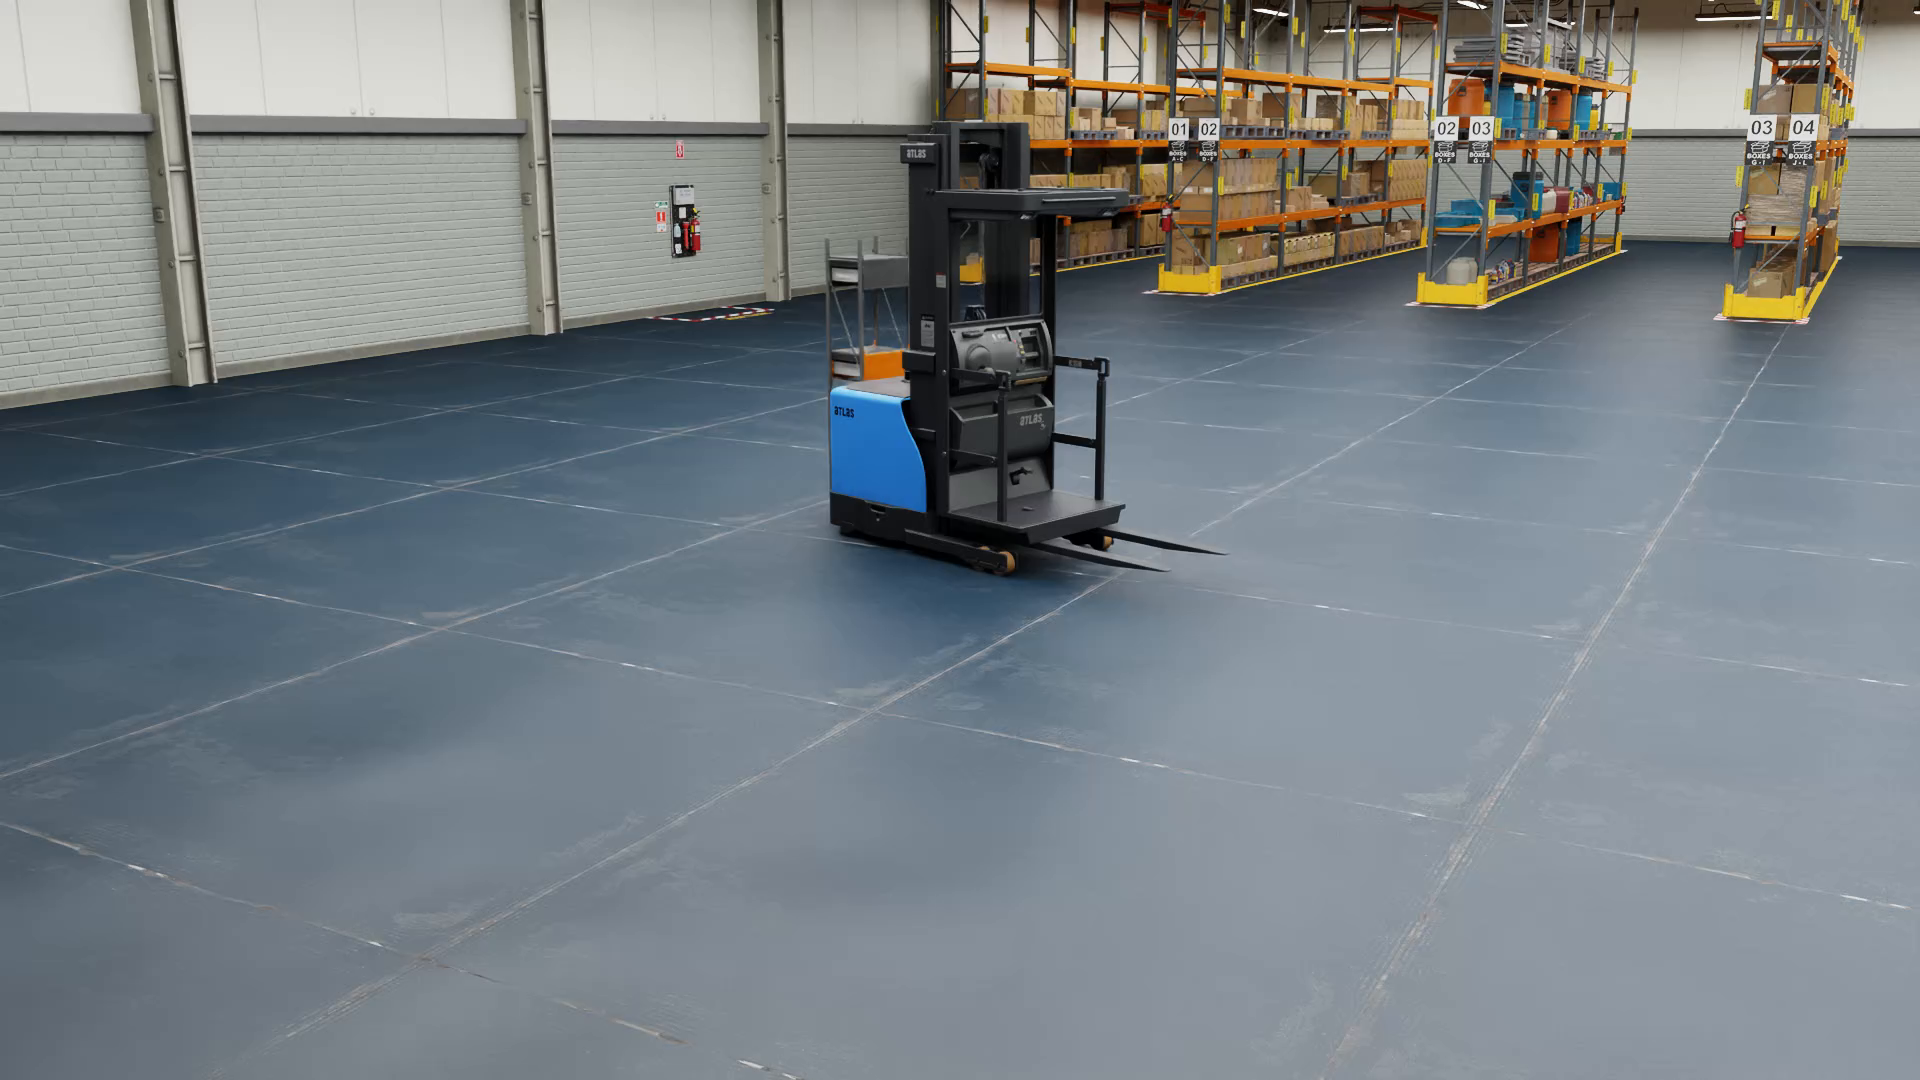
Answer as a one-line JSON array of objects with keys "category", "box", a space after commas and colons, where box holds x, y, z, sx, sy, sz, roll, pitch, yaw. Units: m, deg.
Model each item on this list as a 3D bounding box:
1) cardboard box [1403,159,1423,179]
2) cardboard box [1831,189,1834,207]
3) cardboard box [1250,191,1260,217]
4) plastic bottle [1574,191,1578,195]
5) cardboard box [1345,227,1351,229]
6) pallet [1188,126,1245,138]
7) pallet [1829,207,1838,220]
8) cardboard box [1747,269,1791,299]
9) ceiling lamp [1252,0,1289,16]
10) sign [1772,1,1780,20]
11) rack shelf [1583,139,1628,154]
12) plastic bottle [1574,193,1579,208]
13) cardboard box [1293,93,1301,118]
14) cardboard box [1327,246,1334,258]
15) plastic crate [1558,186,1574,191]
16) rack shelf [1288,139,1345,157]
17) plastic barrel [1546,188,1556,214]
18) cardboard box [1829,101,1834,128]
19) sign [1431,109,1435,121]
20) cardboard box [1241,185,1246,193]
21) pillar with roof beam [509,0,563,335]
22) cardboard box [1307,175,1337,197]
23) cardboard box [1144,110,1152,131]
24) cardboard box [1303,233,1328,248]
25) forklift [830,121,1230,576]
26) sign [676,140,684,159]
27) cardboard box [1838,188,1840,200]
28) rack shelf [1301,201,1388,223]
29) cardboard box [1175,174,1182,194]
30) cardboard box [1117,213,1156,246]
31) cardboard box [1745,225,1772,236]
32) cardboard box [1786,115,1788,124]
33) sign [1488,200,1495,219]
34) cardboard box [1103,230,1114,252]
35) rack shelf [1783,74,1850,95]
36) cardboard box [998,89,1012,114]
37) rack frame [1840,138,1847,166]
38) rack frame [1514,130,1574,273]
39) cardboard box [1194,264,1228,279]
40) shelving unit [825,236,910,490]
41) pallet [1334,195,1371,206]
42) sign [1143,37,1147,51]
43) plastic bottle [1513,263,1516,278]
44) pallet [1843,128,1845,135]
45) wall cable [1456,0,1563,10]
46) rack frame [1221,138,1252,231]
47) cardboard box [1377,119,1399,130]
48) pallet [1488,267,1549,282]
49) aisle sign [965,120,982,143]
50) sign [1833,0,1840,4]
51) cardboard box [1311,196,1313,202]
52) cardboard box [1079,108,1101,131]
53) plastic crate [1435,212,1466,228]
[{"category": "cardboard box", "box": [11.897, -9.797, 43.922, 0.500, 0.500, 0.500, 8, 16, 30]}, {"category": "cardboard box", "box": [18.126, -7.155, 35.099, 0.500, 0.500, 0.500, 7, 15, 28]}, {"category": "cardboard box", "box": [5.609, -6.772, 33.508, 0.700, 0.500, 0.500, 8, 16, 29]}, {"category": "plastic bottle", "box": [14.142, -7.834, 38.234, 0.144, 0.351, 0.185, 7, 15, 28]}, {"category": "cardboard box", "box": [9.238, -7.382, 40.649, 0.500, 0.500, 0.500, 8, 15, 29]}, {"category": "pallet", "box": [4.744, -7.763, 31.622, 1.003, 0.211, 1.213, 7, 15, 28]}, {"category": "pallet", "box": [16.666, -6.472, 32.889, 1.213, 0.211, 1.003, 7, 15, 28]}, {"category": "cardboard box", "box": [13.367, -4.197, 27.482, 0.500, 0.500, 0.500, 11, 17, 38]}, {"category": "ceiling lamp", "box": [7.896, -14.493, 40.494, 0.800, 3.185, 2.000, 7, 15, 28]}, {"category": "sign", "box": [14.495, -9.412, 29.543, 0.100, 0.325, 0.005, 7, 15, 28]}, {"category": "rack shelf", "box": [15.482, -9.624, 40.689, 1.077, 0.370, 4.000, 7, 15, 28]}, {"category": "plastic bottle", "box": [13.825, -7.630, 37.387, 0.144, 0.351, 0.185, 7, 15, 28]}, {"category": "cardboard box", "box": [6.901, -9.222, 35.308, 0.500, 0.500, 0.500, 9, 16, 33]}, {"category": "cardboard box", "box": [8.207, -6.579, 37.892, 0.500, 0.250, 0.500, 8, 16, 29]}, {"category": "plastic crate", "box": [14.442, -8.261, 39.807, 0.392, 0.384, 0.575, 7, 15, 28]}, {"category": "rack shelf", "box": [7.281, -8.545, 36.212, 1.077, 0.370, 4.000, 7, 15, 28]}, {"category": "plastic barrel", "box": [12.271, -7.104, 34.861, 0.421, 0.512, 0.421, 0, 14, 0]}, {"category": "cardboard box", "box": [15.752, -7.894, 30.861, 0.797, 0.503, 0.637, 8, 16, 30]}, {"category": "sign", "box": [12.591, -11.310, 44.256, 0.100, 0.325, 0.005, 7, 15, 28]}, {"category": "cardboard box", "box": [5.379, -6.890, 32.615, 0.380, 0.149, 0.250, 7, 15, 27]}, {"category": "pillar with roof beam", "box": [-2.410, -6.974, 21.762, 9.100, 9.000, 0.400, 7, 15, 28]}, {"category": "cardboard box", "box": [8.453, -8.241, 38.709, 0.700, 0.500, 0.500, 2, 14, 9]}, {"category": "cardboard box", "box": [4.303, -10.349, 41.007, 0.700, 0.500, 0.500, 6, 15, 25]}, {"category": "cardboard box", "box": [7.964, -6.744, 37.382, 0.500, 0.311, 0.500, 7, 15, 27]}, {"category": "forklift", "box": [0.440, -1.322, 11.262, 1.130, 2.935, 3.031, -13, 19, -43]}, {"category": "sign", "box": [-4.597, -6.410, 27.277, 0.001, 0.298, 0.199, 7, 15, 28]}, {"category": "cardboard box", "box": [20.291, -8.099, 38.912, 0.500, 0.250, 0.500, 7, 15, 26]}, {"category": "rack shelf", "box": [9.214, -7.907, 39.968, 1.077, 0.370, 4.000, 7, 15, 28]}, {"category": "cardboard box", "box": [5.352, -9.100, 42.488, 0.500, 0.500, 0.500, 7, 15, 28]}, {"category": "cardboard box", "box": [4.380, -7.702, 41.273, 0.750, 0.750, 0.750, 7, 15, 27]}, {"category": "cardboard box", "box": [13.007, -5.042, 27.084, 0.380, 0.149, 0.250, 7, 15, 28]}, {"category": "cardboard box", "box": [13.505, -6.953, 27.544, 0.380, 0.149, 0.250, 8, 15, 29]}, {"category": "sign", "box": [9.194, -5.715, 28.748, 0.100, 0.325, 0.005, 7, 15, 28]}, {"category": "cardboard box", "box": [3.256, -7.160, 39.727, 0.700, 0.500, 0.500, 7, 15, 28]}, {"category": "rack shelf", "box": [17.884, -9.506, 34.653, 1.077, 0.370, 4.000, 7, 15, 28]}, {"category": "cardboard box", "box": [0.727, -8.917, 33.832, 0.500, 0.500, 0.500, 7, 15, 27]}, {"category": "rack frame", "box": [20.785, -8.365, 40.331, 1.000, 3.000, 0.127, 7, 15, 28]}, {"category": "rack frame", "box": [12.582, -7.285, 35.850, 1.000, 3.000, 0.127, 7, 15, 28]}, {"category": "cardboard box", "box": [4.834, -5.158, 31.998, 0.500, 0.250, 0.500, 7, 15, 28]}, {"category": "shelving unit", "box": [-0.688, -1.240, 12.693, 0.431, 2.100, 0.503, 13, 19, 43]}, {"category": "pallet", "box": [9.183, -8.153, 39.861, 1.003, 0.211, 1.213, 7, 15, 28]}, {"category": "sign", "box": [4.389, -11.757, 39.438, 0.100, 0.325, 0.005, 7, 15, 28]}, {"category": "plastic bottle", "box": [10.704, -5.221, 32.149, 0.061, 0.283, 0.133, 8, 16, 31]}, {"category": "pallet", "box": [19.256, -9.126, 37.277, 1.003, 0.211, 1.213, 7, 15, 28]}, {"category": "wall cable", "box": [15.901, -16.585, 47.770, 3.097, 2.526, 0.112, 7, 15, 28]}, {"category": "rack frame", "box": [7.777, -10.049, 47.314, 1.000, 3.000, 0.127, 7, 15, 28]}, {"category": "cardboard box", "box": [10.634, -10.367, 41.490, 0.500, 0.250, 0.500, 7, 15, 28]}, {"category": "pallet", "box": [11.582, -5.525, 34.502, 1.003, 0.211, 1.213, 7, 15, 28]}, {"category": "aisle sign", "box": [0.270, -7.981, 33.191, 0.394, 0.787, 0.004, 7, 15, 28]}, {"category": "sign", "box": [13.525, -8.430, 25.638, 0.100, 0.325, 0.005, 7, 15, 28]}, {"category": "cardboard box", "box": [7.645, -7.642, 37.522, 0.500, 0.311, 0.500, 7, 15, 27]}, {"category": "cardboard box", "box": [2.906, -9.654, 38.167, 0.500, 0.500, 0.500, 7, 15, 26]}, {"category": "plastic crate", "box": [8.694, -5.708, 29.626, 0.499, 0.251, 0.616, 7, 15, 28]}]
